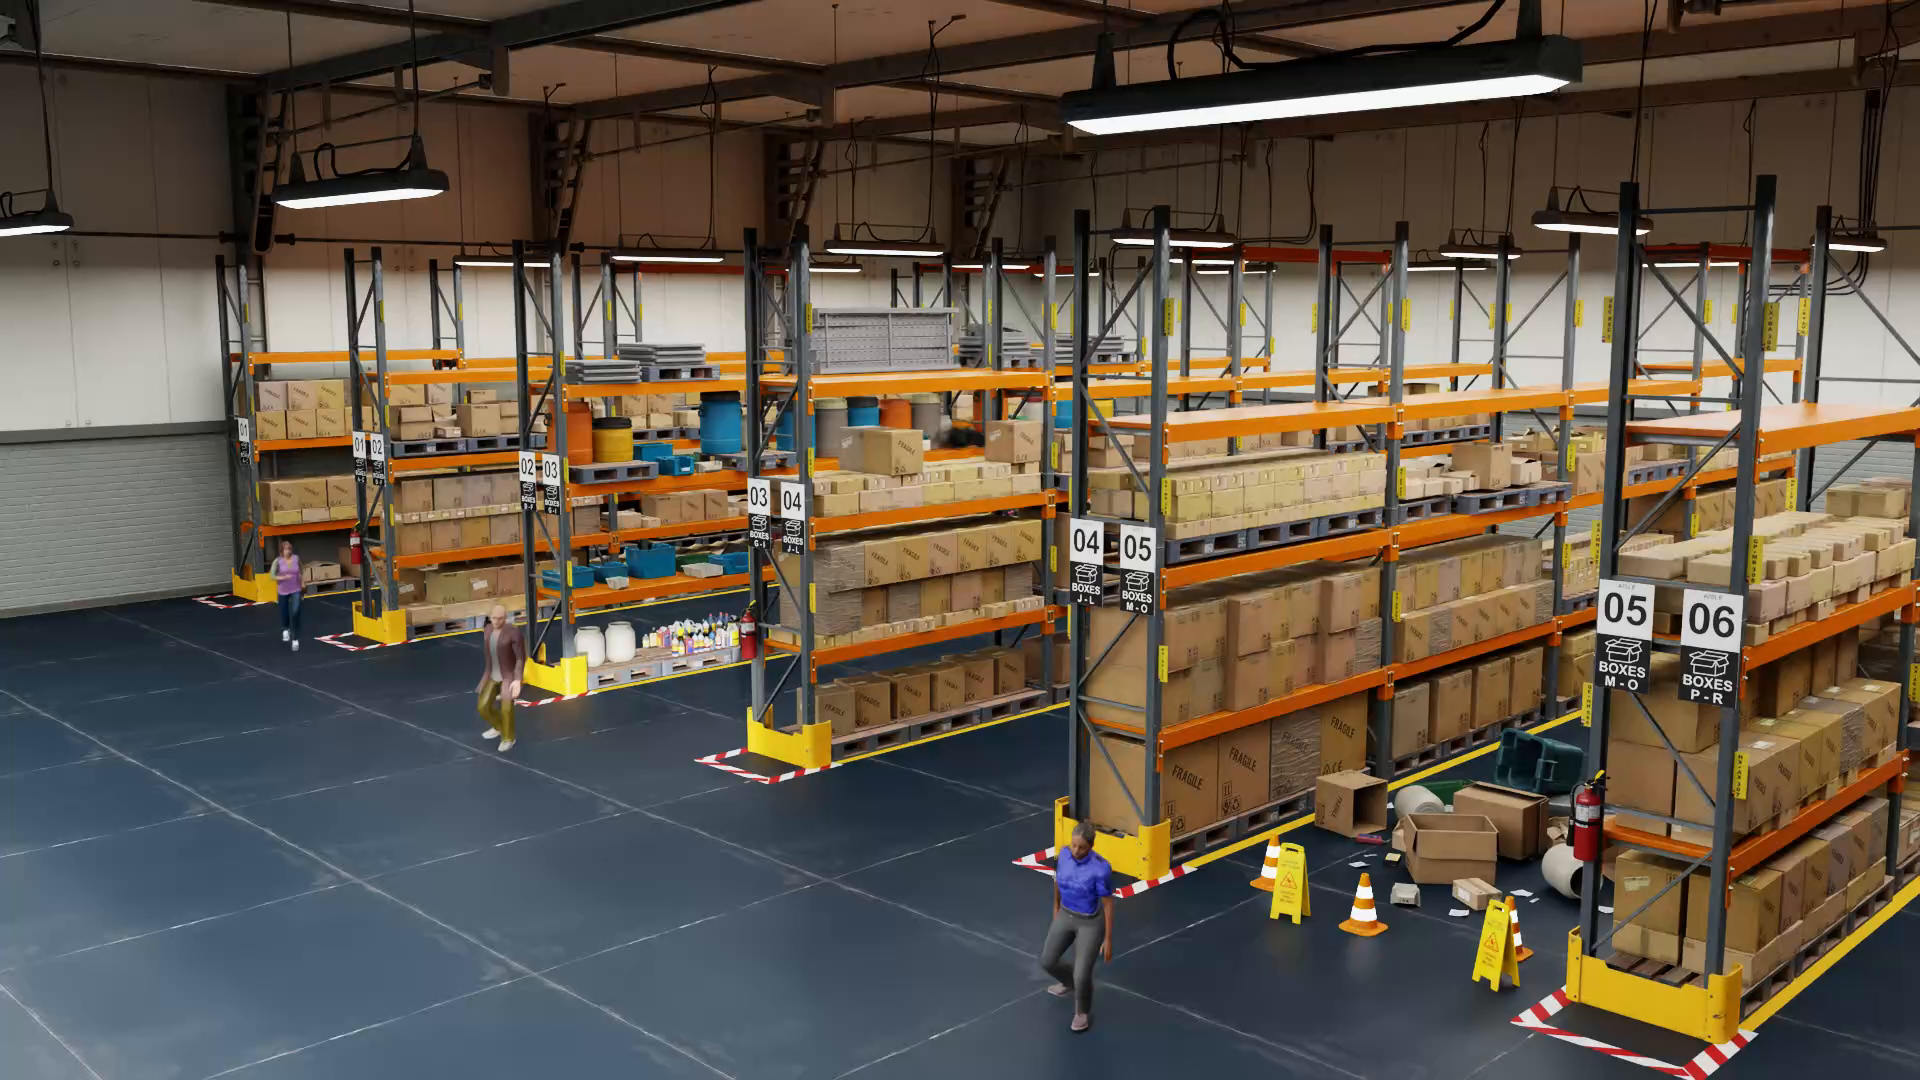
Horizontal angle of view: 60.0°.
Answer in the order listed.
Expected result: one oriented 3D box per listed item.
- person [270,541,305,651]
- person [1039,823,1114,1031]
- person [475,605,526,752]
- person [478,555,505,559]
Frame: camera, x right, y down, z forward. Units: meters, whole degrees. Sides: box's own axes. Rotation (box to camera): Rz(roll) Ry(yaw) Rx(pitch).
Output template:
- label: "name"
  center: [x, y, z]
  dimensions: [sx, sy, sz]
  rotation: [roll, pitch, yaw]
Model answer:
- label: "person"
  center: [-10.128, 0.806, 25.071]
  dimensions: [0.507, 1.609, 0.861]
  rotation: [-4, 9, -26]
- label: "person"
  center: [0.867, 2.711, 11.907]
  dimensions: [0.743, 1.575, 0.615]
  rotation: [6, 10, 35]
- label: "person"
  center: [-5.309, 1.657, 19.317]
  dimensions: [0.732, 1.642, 0.574]
  rotation: [2, 8, 15]
- label: "person"
  center: [-8.499, 0.035, 30.222]
  dimensions: [0.675, 1.748, 0.826]
  rotation: [3, 8, 17]
